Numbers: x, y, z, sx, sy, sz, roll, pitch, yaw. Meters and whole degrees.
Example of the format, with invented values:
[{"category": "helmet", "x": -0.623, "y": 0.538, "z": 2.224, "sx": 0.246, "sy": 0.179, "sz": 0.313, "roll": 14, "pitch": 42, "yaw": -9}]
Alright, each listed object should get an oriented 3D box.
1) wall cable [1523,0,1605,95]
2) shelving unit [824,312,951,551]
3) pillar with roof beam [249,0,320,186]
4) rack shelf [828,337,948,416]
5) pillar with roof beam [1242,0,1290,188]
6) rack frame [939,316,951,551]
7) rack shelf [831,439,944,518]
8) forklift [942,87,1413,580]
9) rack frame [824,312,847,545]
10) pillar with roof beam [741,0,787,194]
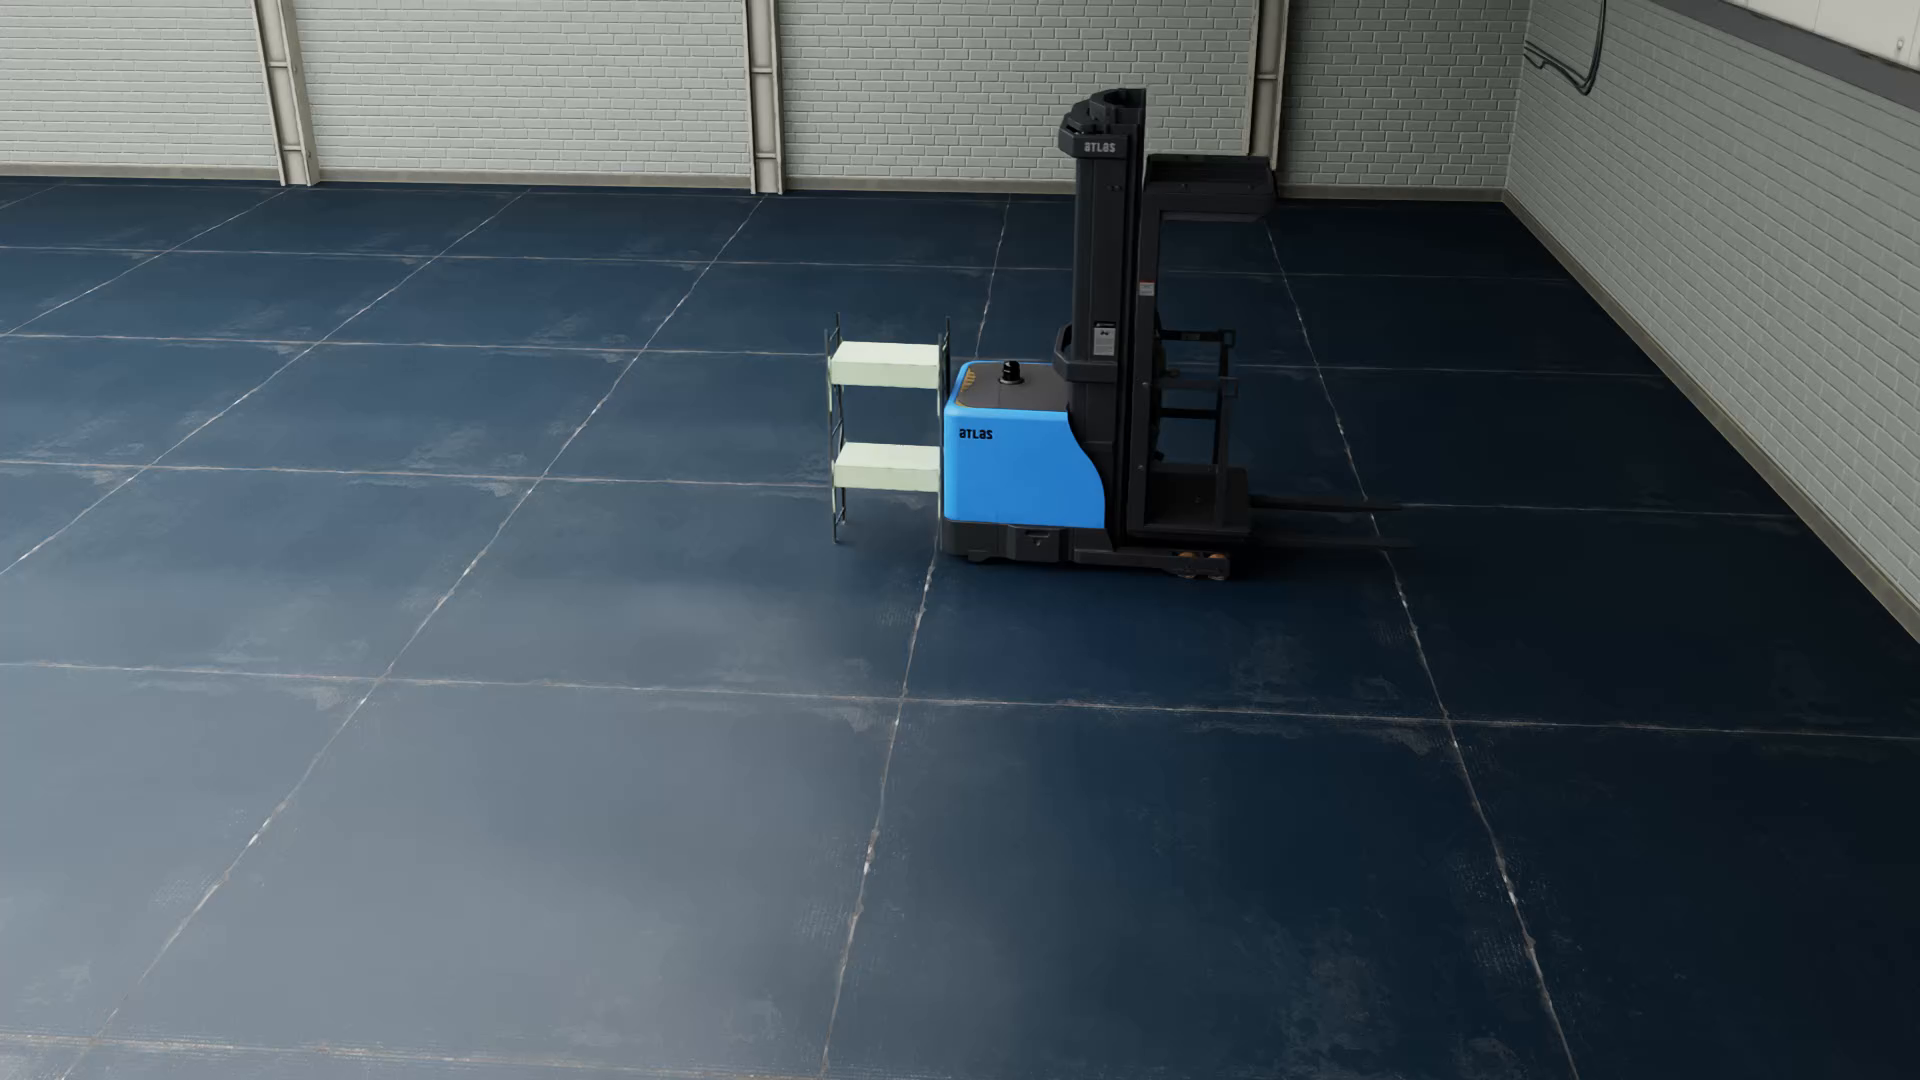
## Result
[{"category": "wall cable", "x": 6.445, "y": -6.178, "z": 17.626, "sx": 0.112, "sy": 2.526, "sz": 3.097, "roll": 2, "pitch": 25, "yaw": 4}, {"category": "shelving unit", "x": -0.461, "y": -0.713, "z": 11.005, "sx": 0.755, "sy": 1.500, "sz": 0.431, "roll": 3, "pitch": 25, "yaw": 7}, {"category": "pillar with roof beam", "x": -8.686, "y": -6.824, "z": 15.315, "sx": 0.400, "sy": 9.000, "sz": 9.100, "roll": 2, "pitch": 25, "yaw": 4}, {"category": "rack shelf", "x": -0.461, "y": -1.067, "z": 10.842, "sx": 0.720, "sy": 0.370, "sz": 0.431, "roll": 3, "pitch": 25, "yaw": 7}, {"category": "pillar with roof beam", "x": 3.279, "y": -6.440, "z": 14.481, "sx": 0.400, "sy": 9.000, "sz": 9.100, "roll": 2, "pitch": 25, "yaw": 4}, {"category": "rack frame", "x": -0.098, "y": -0.693, "z": 10.962, "sx": 0.023, "sy": 1.500, "sz": 0.400, "roll": 3, "pitch": 25, "yaw": 7}, {"category": "rack shelf", "x": -0.461, "y": -0.417, "z": 11.141, "sx": 0.720, "sy": 0.370, "sz": 0.431, "roll": 3, "pitch": 25, "yaw": 7}, {"category": "forklift", "x": 1.441, "y": -1.309, "z": 10.589, "sx": 3.031, "sy": 2.935, "sz": 1.130, "roll": 3, "pitch": 25, "yaw": 7}, {"category": "rack frame", "x": -0.824, "y": -0.733, "z": 11.048, "sx": 0.023, "sy": 1.500, "sz": 0.400, "roll": 3, "pitch": 25, "yaw": 7}, {"category": "pillar with roof beam", "x": -2.704, "y": -6.632, "z": 14.898, "sx": 0.400, "sy": 9.000, "sz": 9.100, "roll": 2, "pitch": 25, "yaw": 4}]
